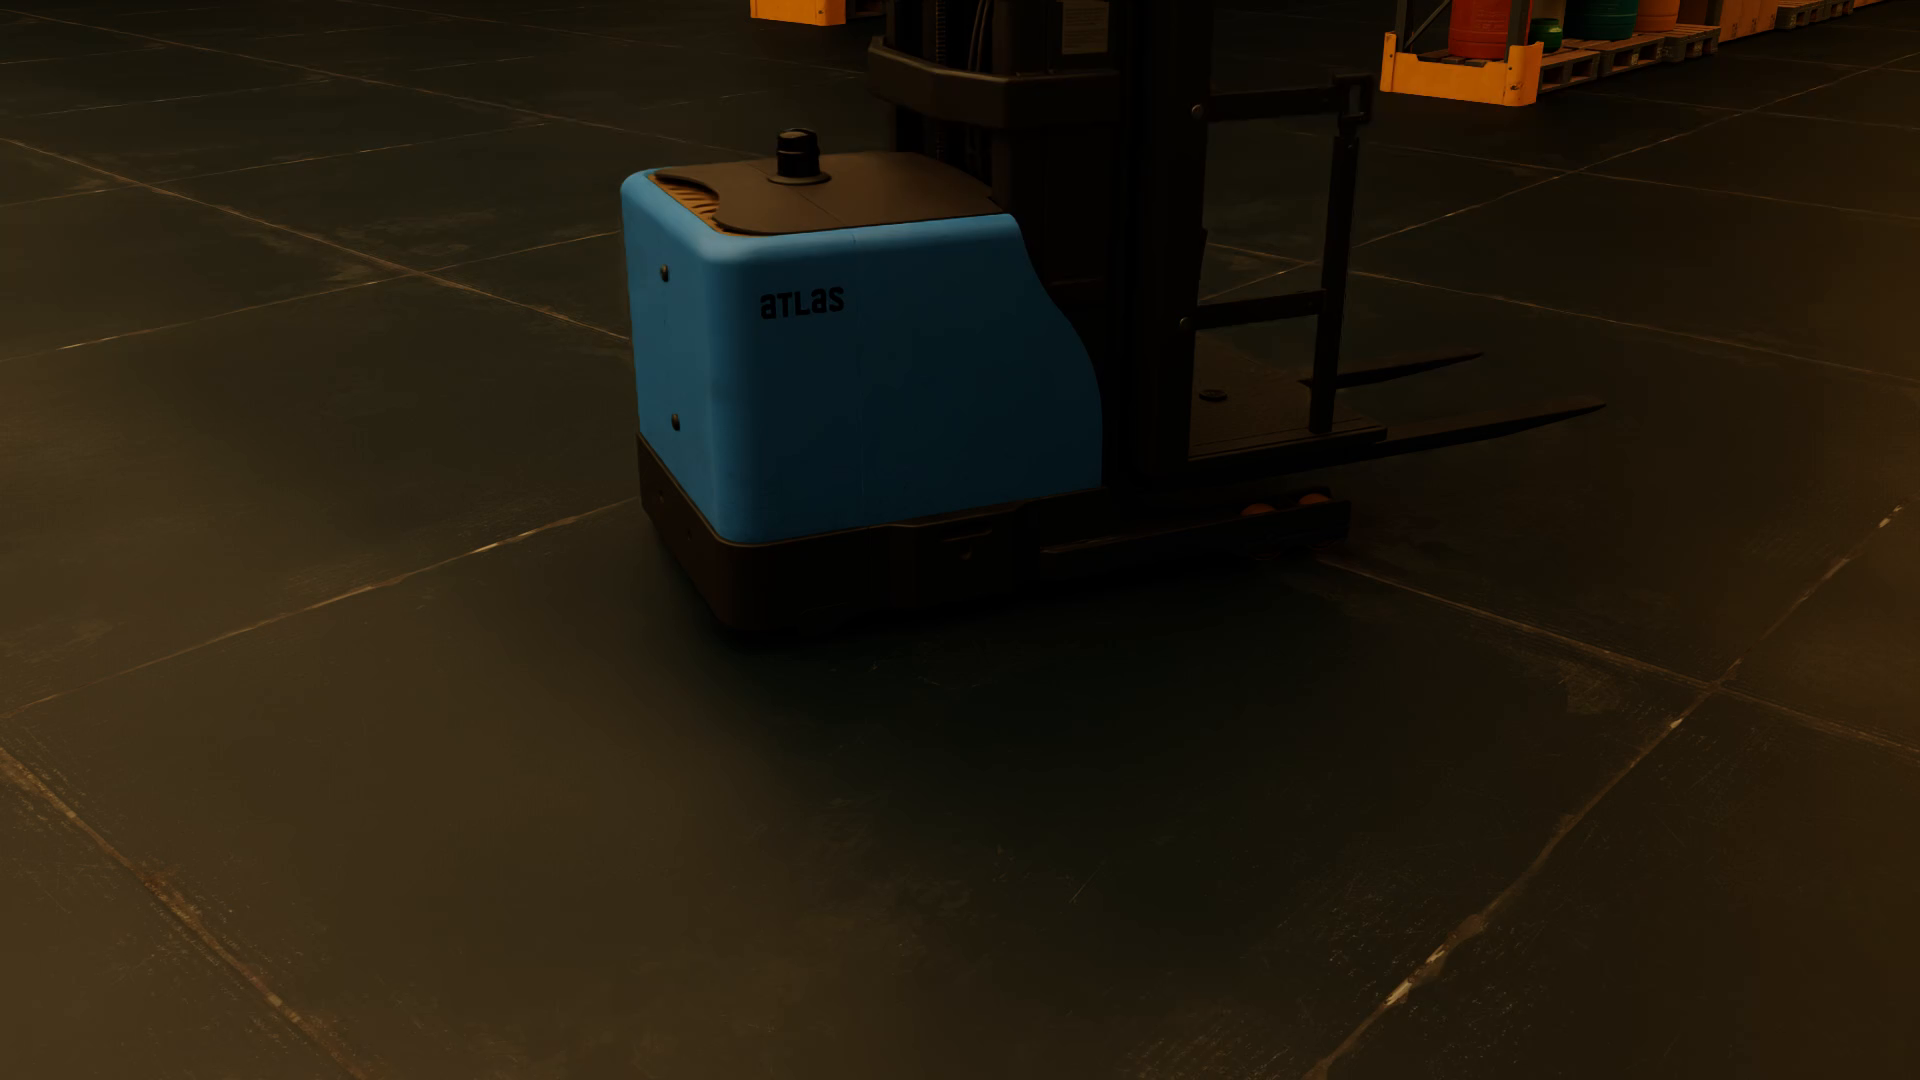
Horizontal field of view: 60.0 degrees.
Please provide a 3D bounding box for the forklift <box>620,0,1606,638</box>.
[{"bbox_3d":[0.596,-1.463,4.664,3.031,2.935,1.130,-10,26,-21],"label":"forklift"}]
